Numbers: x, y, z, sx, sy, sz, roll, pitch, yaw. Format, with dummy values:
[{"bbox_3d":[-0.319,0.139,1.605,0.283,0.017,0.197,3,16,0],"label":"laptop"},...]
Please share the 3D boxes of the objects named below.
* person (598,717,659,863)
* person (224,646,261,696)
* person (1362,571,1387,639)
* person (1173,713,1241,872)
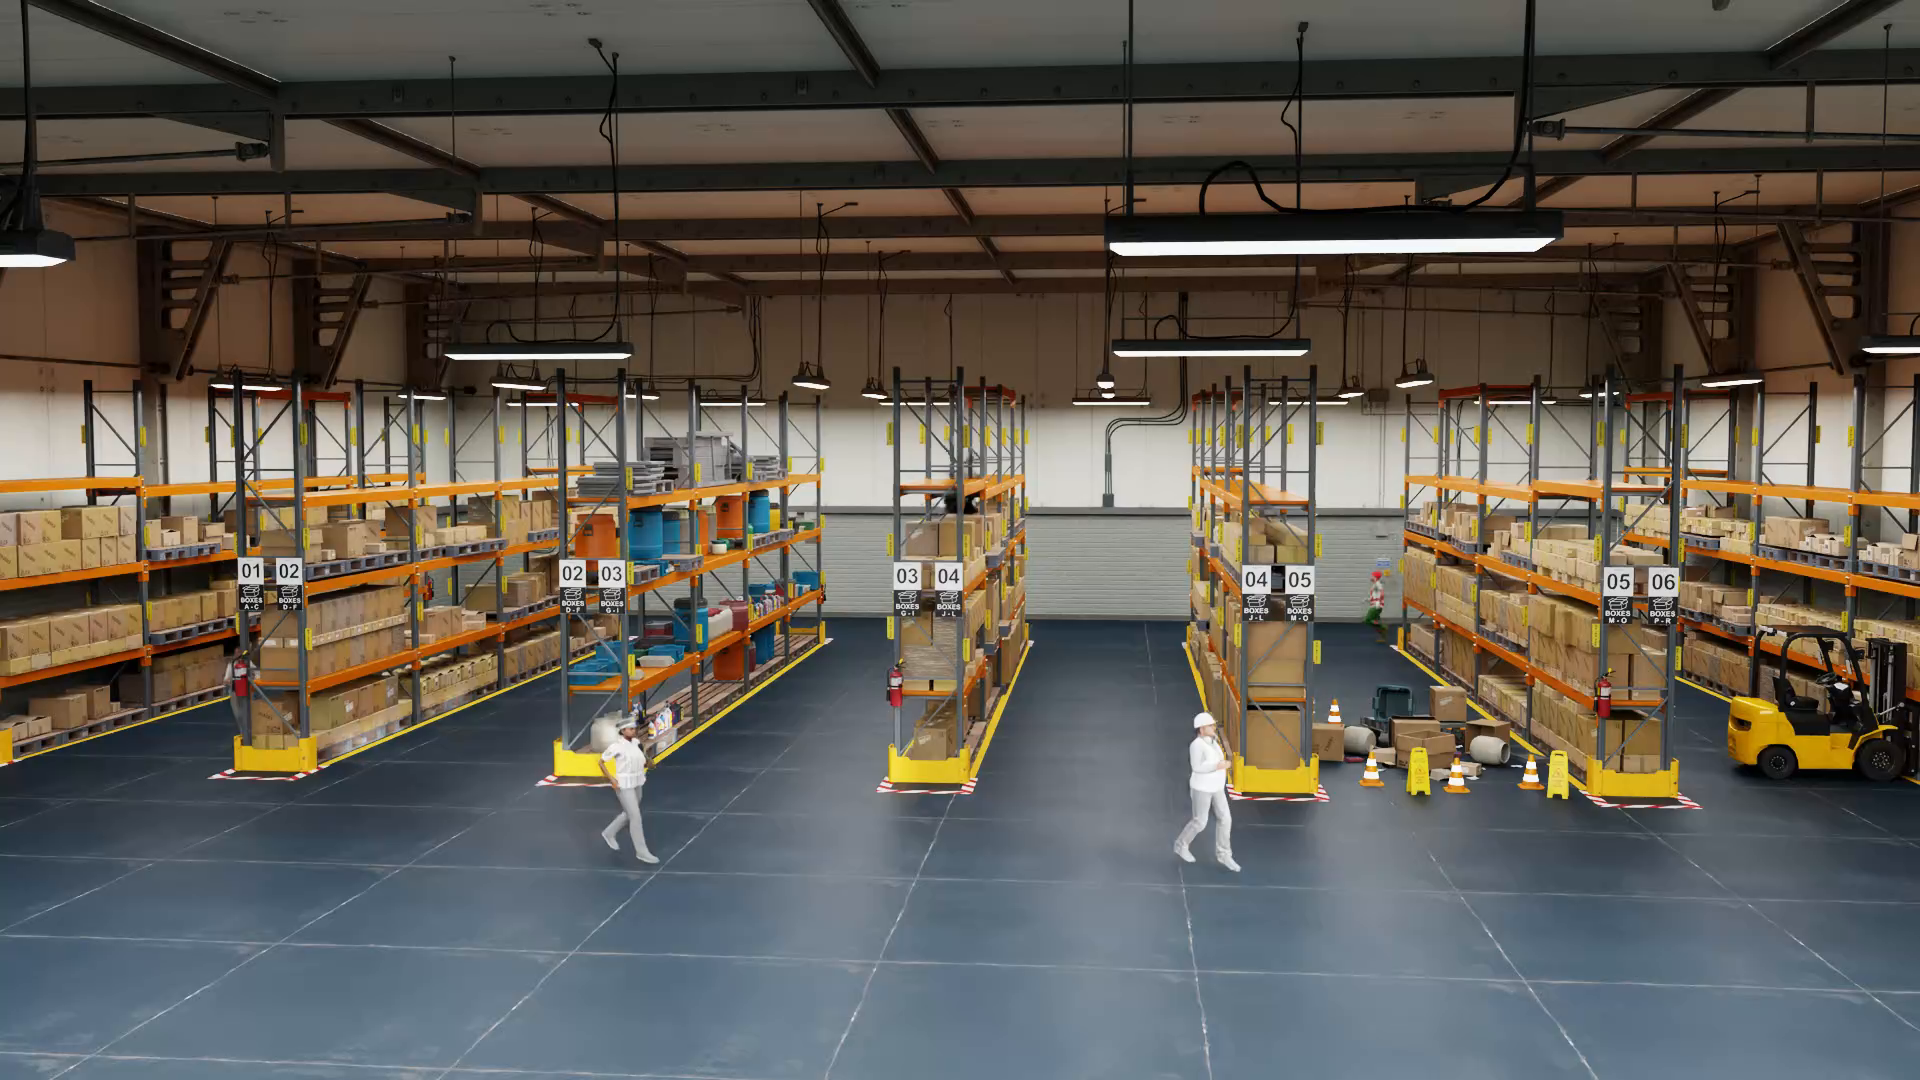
[{"bbox_3d":[-3.915,2.916,19.624,0.941,1.679,0.574,2,4,28],"label":"person"},{"bbox_3d":[-11.705,2.531,27.044,0.519,1.568,0.603,0,4,-6],"label":"person"},{"bbox_3d":[10.073,1.594,40.438,0.615,1.678,0.696,1,4,18],"label":"person"},{"bbox_3d":[2.858,2.902,19.262,0.808,1.809,0.646,3,5,39],"label":"person"}]
